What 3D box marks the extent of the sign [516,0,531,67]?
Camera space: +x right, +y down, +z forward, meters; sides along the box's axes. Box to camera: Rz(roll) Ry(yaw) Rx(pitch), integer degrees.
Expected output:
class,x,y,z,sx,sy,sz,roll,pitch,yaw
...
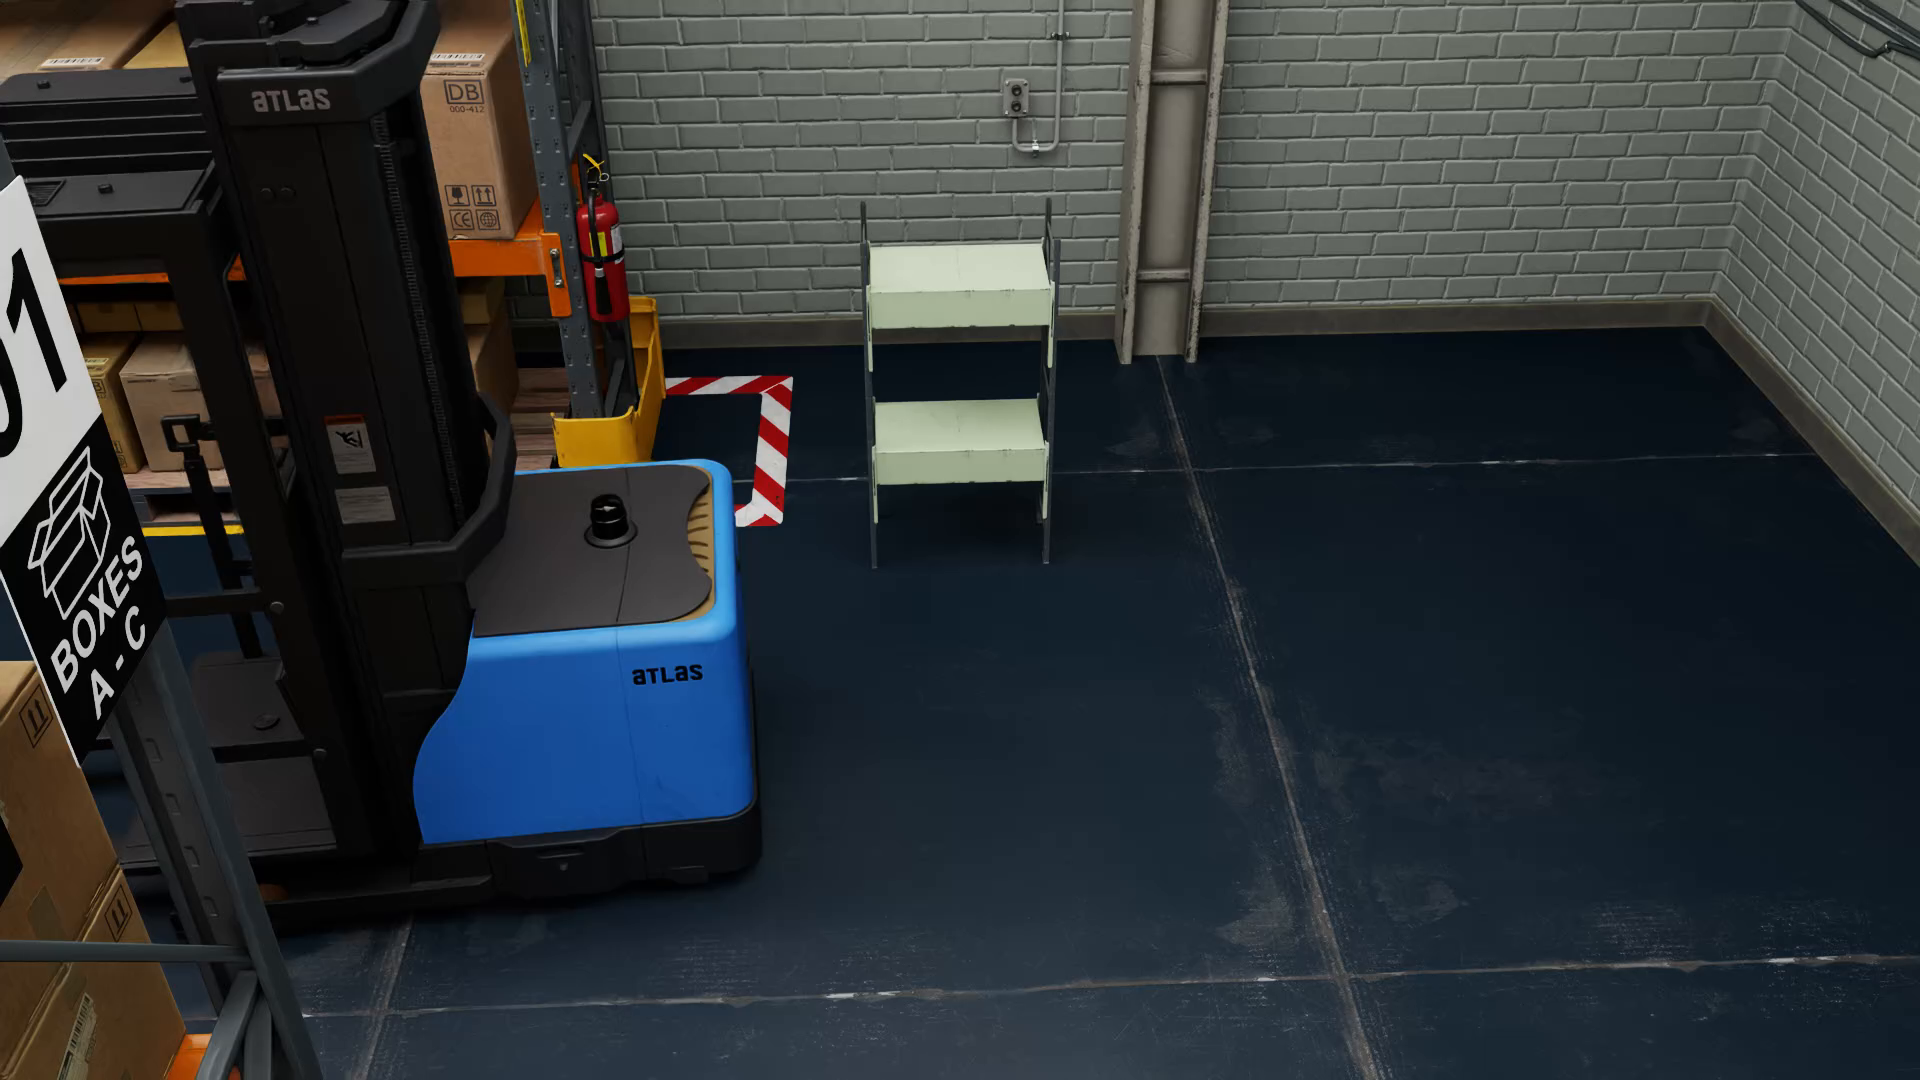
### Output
class,x,y,z,sx,sy,sz,roll,pitch,yaw
sign,-1.627,-1.933,6.182,0.005,0.325,0.100,-2,35,-2

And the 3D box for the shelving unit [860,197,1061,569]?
class,x,y,z,sx,sy,sz,roll,pitch,yaw
shelving unit,-0.007,-0.617,6.823,0.755,1.500,0.431,-2,35,-2

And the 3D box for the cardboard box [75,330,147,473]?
class,x,y,z,sx,sy,sz,roll,pitch,yaw
cardboard box,-3.867,-0.692,7.441,0.500,0.500,0.700,-1,35,-1

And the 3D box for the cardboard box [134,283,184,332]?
class,x,y,z,sx,sy,sz,roll,pitch,yaw
cardboard box,-3.484,-1.086,7.441,0.250,0.149,0.380,-1,35,-2

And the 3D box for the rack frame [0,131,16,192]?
class,x,y,z,sx,sy,sz,roll,pitch,yaw
rack frame,-1.400,-1.320,1.249,0.127,3.000,1.000,-2,35,-2

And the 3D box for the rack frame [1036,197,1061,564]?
class,x,y,z,sx,sy,sz,roll,pitch,yaw
rack frame,0.359,-0.626,6.837,0.023,1.500,0.400,-2,35,-2

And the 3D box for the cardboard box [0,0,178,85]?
class,x,y,z,sx,sy,sz,roll,pitch,yaw
cardboard box,-3.636,-1.731,6.852,0.700,0.700,0.980,-3,35,-5

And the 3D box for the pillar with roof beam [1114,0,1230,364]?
class,x,y,z,sx,sy,sz,roll,pitch,yaw
pillar with roof beam,1.221,-2.253,2.597,0.400,9.000,9.100,-2,35,-2

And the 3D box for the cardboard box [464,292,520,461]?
class,x,y,z,sx,sy,sz,roll,pitch,yaw
cardboard box,-2.333,-0.737,7.507,0.500,0.500,0.700,-2,35,-2

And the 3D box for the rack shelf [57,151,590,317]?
class,x,y,z,sx,sy,sz,roll,pitch,yaw
rack shelf,-3.636,-1.319,7.152,4.000,0.370,1.077,-2,35,-2

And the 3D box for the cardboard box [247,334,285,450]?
class,x,y,z,sx,sy,sz,roll,pitch,yaw
cardboard box,-2.833,-0.724,7.488,0.500,0.500,0.700,-2,35,-2

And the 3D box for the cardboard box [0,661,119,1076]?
class,x,y,z,sx,sy,sz,roll,pitch,yaw
cardboard box,-1.856,0.557,2.843,0.500,0.500,0.500,-1,35,-1

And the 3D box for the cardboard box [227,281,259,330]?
class,x,y,z,sx,sy,sz,roll,pitch,yaw
cardboard box,-3.228,-1.093,7.452,0.250,0.149,0.380,-1,35,-2

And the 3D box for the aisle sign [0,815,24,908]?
class,x,y,z,sx,sy,sz,roll,pitch,yaw
aisle sign,-1.318,0.251,1.967,0.004,0.787,0.394,-2,35,-2

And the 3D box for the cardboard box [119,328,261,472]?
class,x,y,z,sx,sy,sz,roll,pitch,yaw
cardboard box,-3.335,-0.710,7.468,0.500,0.500,0.700,-3,35,-4

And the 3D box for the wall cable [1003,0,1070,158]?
class,x,y,z,sx,sy,sz,roll,pitch,yaw
wall cable,-0.404,-2.658,7.563,1.851,1.984,0.084,-2,35,-2

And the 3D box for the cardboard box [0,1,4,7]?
class,x,y,z,sx,sy,sz,roll,pitch,yaw
cardboard box,-4.362,-1.706,6.815,0.700,0.700,0.980,-2,35,-3

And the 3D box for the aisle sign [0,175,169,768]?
class,x,y,z,sx,sy,sz,roll,pitch,yaw
aisle sign,-1.346,-0.090,2.460,0.004,0.787,0.394,-2,35,-2

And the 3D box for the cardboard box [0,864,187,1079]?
class,x,y,z,sx,sy,sz,roll,pitch,yaw
cardboard box,-1.856,0.968,3.127,0.500,0.500,0.500,-1,35,-1

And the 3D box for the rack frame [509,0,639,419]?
class,x,y,z,sx,sy,sz,roll,pitch,yaw
rack frame,-1.639,-1.668,7.025,0.127,3.000,1.000,-2,35,-2

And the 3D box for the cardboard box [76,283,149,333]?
class,x,y,z,sx,sy,sz,roll,pitch,yaw
cardboard box,-3.737,-1.080,7.432,0.250,0.149,0.380,-2,35,-3

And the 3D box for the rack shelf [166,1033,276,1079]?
class,x,y,z,sx,sy,sz,roll,pitch,yaw
rack shelf,-3.398,1.497,3.083,4.000,0.370,1.077,-2,35,-2

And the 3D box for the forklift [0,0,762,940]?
class,x,y,z,sx,sy,sz,roll,pitch,yaw
forklift,-2.226,-0.233,5.010,3.031,2.935,1.130,-4,35,-6

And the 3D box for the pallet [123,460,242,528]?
class,x,y,z,sx,sy,sz,roll,pitch,yaw
pallet,-3.649,-0.425,7.678,1.213,0.211,1.003,-2,35,-2

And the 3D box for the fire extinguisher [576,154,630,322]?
class,x,y,z,sx,sy,sz,roll,pitch,yaw
fire extinguisher,-1.466,-1.225,6.780,0.183,0.674,0.296,-2,35,-2

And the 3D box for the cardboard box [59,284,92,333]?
class,x,y,z,sx,sy,sz,roll,pitch,yaw
cardboard box,-3.995,-1.072,7.421,0.250,0.149,0.380,-1,35,-2

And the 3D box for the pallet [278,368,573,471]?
class,x,y,z,sx,sy,sz,roll,pitch,yaw
pallet,-2.434,-0.456,7.723,1.213,0.211,1.003,-2,35,-2

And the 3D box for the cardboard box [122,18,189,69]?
class,x,y,z,sx,sy,sz,roll,pitch,yaw
cardboard box,-2.874,-1.746,6.874,0.700,0.700,0.980,-2,35,-3

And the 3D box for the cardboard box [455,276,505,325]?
class,x,y,z,sx,sy,sz,roll,pitch,yaw
cardboard box,-2.218,-1.121,7.492,0.250,0.149,0.380,-1,35,-2

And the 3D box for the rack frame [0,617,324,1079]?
class,x,y,z,sx,sy,sz,roll,pitch,yaw
rack frame,-1.400,1.147,2.956,0.127,3.000,1.000,-2,35,-2

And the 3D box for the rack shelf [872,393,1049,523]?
class,x,y,z,sx,sy,sz,roll,pitch,yaw
rack shelf,-0.007,-0.348,7.008,0.720,0.370,0.431,-2,35,-2

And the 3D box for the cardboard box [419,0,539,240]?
class,x,y,z,sx,sy,sz,roll,pitch,yaw
cardboard box,-2.148,-1.772,6.911,0.700,0.700,0.980,0,35,0

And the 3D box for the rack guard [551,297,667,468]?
class,x,y,z,sx,sy,sz,roll,pitch,yaw
rack guard,-1.615,-0.641,7.737,0.348,0.500,1.175,-2,35,-2

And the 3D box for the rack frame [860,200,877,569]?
class,x,y,z,sx,sy,sz,roll,pitch,yaw
rack frame,-0.372,-0.607,6.809,0.023,1.500,0.400,-2,35,-2

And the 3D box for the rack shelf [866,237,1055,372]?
class,x,y,z,sx,sy,sz,roll,pitch,yaw
rack shelf,-0.007,-0.937,6.601,0.720,0.370,0.431,-2,35,-2
